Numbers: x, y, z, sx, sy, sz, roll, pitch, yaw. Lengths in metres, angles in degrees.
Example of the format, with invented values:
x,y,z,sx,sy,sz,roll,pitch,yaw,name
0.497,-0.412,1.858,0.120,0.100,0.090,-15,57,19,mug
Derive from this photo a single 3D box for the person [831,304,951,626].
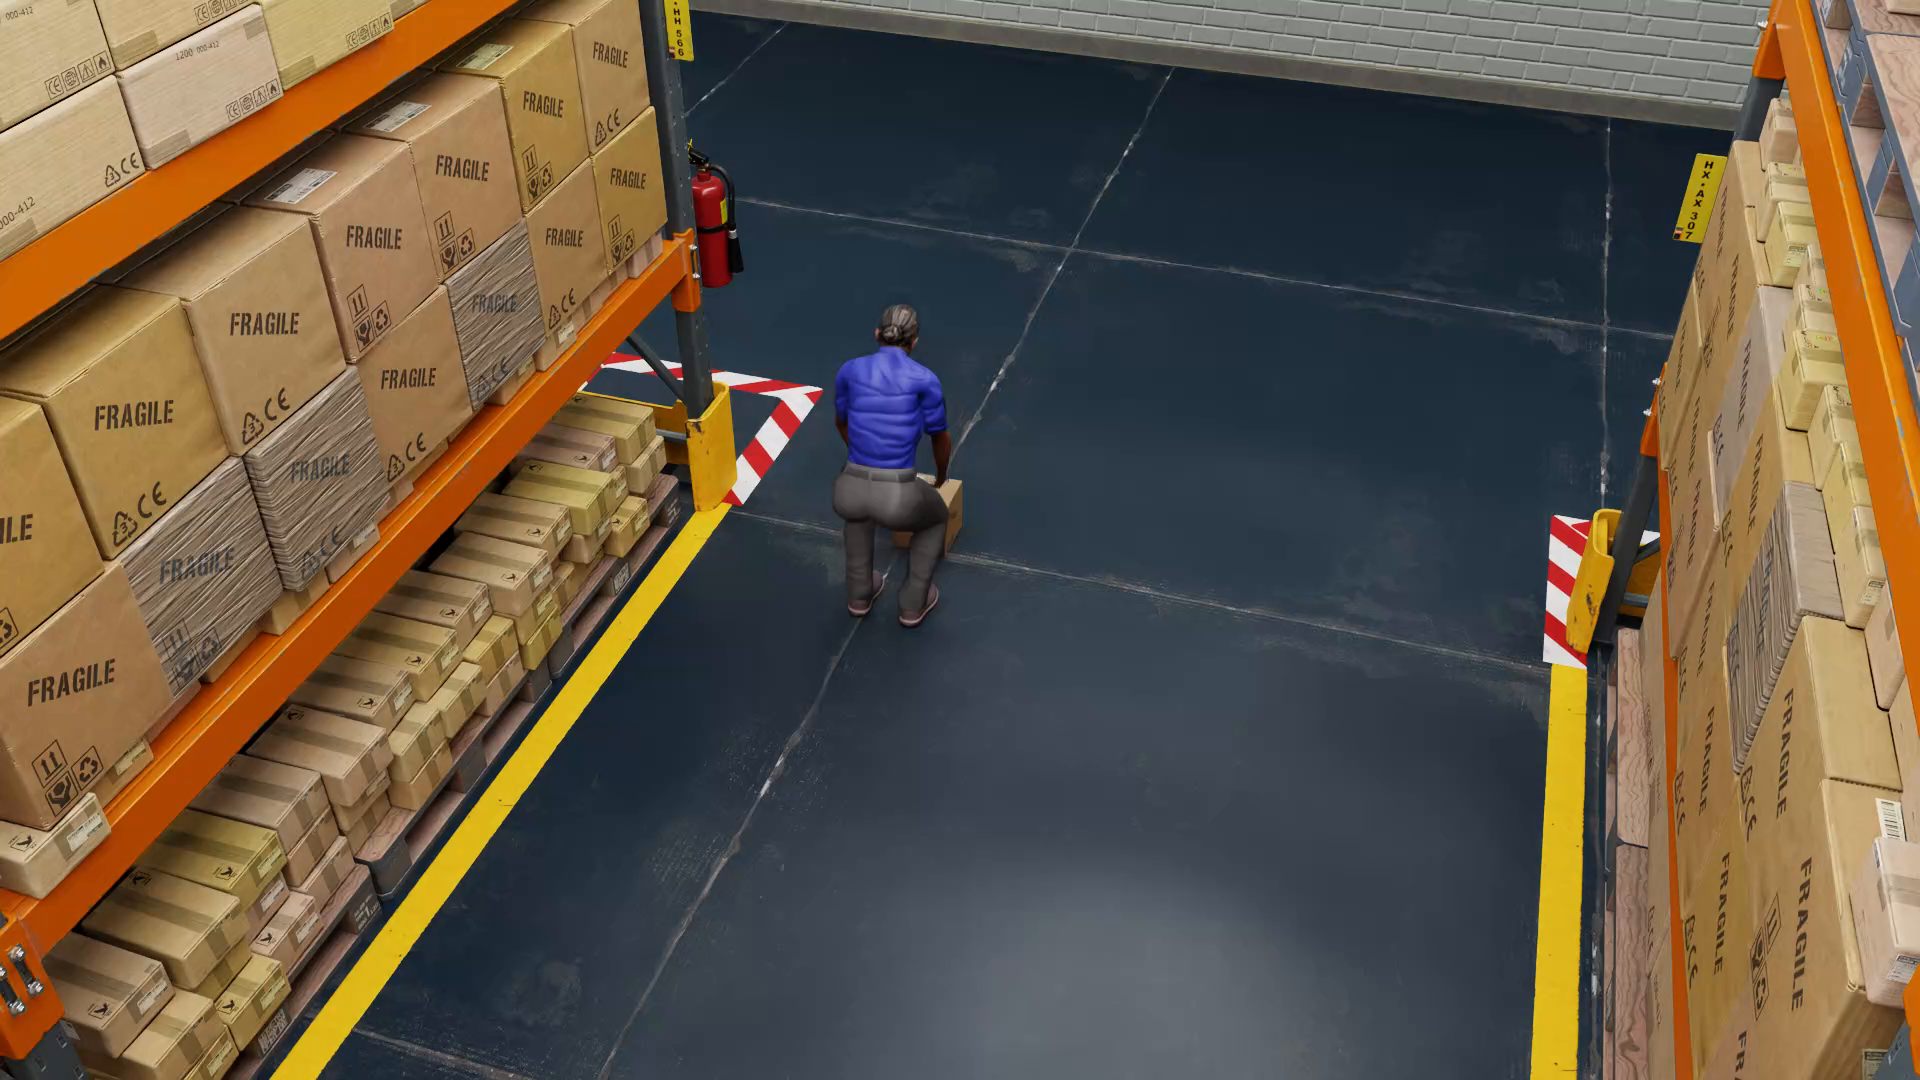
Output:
x,y,z,sx,sy,sz,roll,pitch,yaw,name
-0.312,-0.276,6.838,0.497,1.277,0.684,11,39,14,person
